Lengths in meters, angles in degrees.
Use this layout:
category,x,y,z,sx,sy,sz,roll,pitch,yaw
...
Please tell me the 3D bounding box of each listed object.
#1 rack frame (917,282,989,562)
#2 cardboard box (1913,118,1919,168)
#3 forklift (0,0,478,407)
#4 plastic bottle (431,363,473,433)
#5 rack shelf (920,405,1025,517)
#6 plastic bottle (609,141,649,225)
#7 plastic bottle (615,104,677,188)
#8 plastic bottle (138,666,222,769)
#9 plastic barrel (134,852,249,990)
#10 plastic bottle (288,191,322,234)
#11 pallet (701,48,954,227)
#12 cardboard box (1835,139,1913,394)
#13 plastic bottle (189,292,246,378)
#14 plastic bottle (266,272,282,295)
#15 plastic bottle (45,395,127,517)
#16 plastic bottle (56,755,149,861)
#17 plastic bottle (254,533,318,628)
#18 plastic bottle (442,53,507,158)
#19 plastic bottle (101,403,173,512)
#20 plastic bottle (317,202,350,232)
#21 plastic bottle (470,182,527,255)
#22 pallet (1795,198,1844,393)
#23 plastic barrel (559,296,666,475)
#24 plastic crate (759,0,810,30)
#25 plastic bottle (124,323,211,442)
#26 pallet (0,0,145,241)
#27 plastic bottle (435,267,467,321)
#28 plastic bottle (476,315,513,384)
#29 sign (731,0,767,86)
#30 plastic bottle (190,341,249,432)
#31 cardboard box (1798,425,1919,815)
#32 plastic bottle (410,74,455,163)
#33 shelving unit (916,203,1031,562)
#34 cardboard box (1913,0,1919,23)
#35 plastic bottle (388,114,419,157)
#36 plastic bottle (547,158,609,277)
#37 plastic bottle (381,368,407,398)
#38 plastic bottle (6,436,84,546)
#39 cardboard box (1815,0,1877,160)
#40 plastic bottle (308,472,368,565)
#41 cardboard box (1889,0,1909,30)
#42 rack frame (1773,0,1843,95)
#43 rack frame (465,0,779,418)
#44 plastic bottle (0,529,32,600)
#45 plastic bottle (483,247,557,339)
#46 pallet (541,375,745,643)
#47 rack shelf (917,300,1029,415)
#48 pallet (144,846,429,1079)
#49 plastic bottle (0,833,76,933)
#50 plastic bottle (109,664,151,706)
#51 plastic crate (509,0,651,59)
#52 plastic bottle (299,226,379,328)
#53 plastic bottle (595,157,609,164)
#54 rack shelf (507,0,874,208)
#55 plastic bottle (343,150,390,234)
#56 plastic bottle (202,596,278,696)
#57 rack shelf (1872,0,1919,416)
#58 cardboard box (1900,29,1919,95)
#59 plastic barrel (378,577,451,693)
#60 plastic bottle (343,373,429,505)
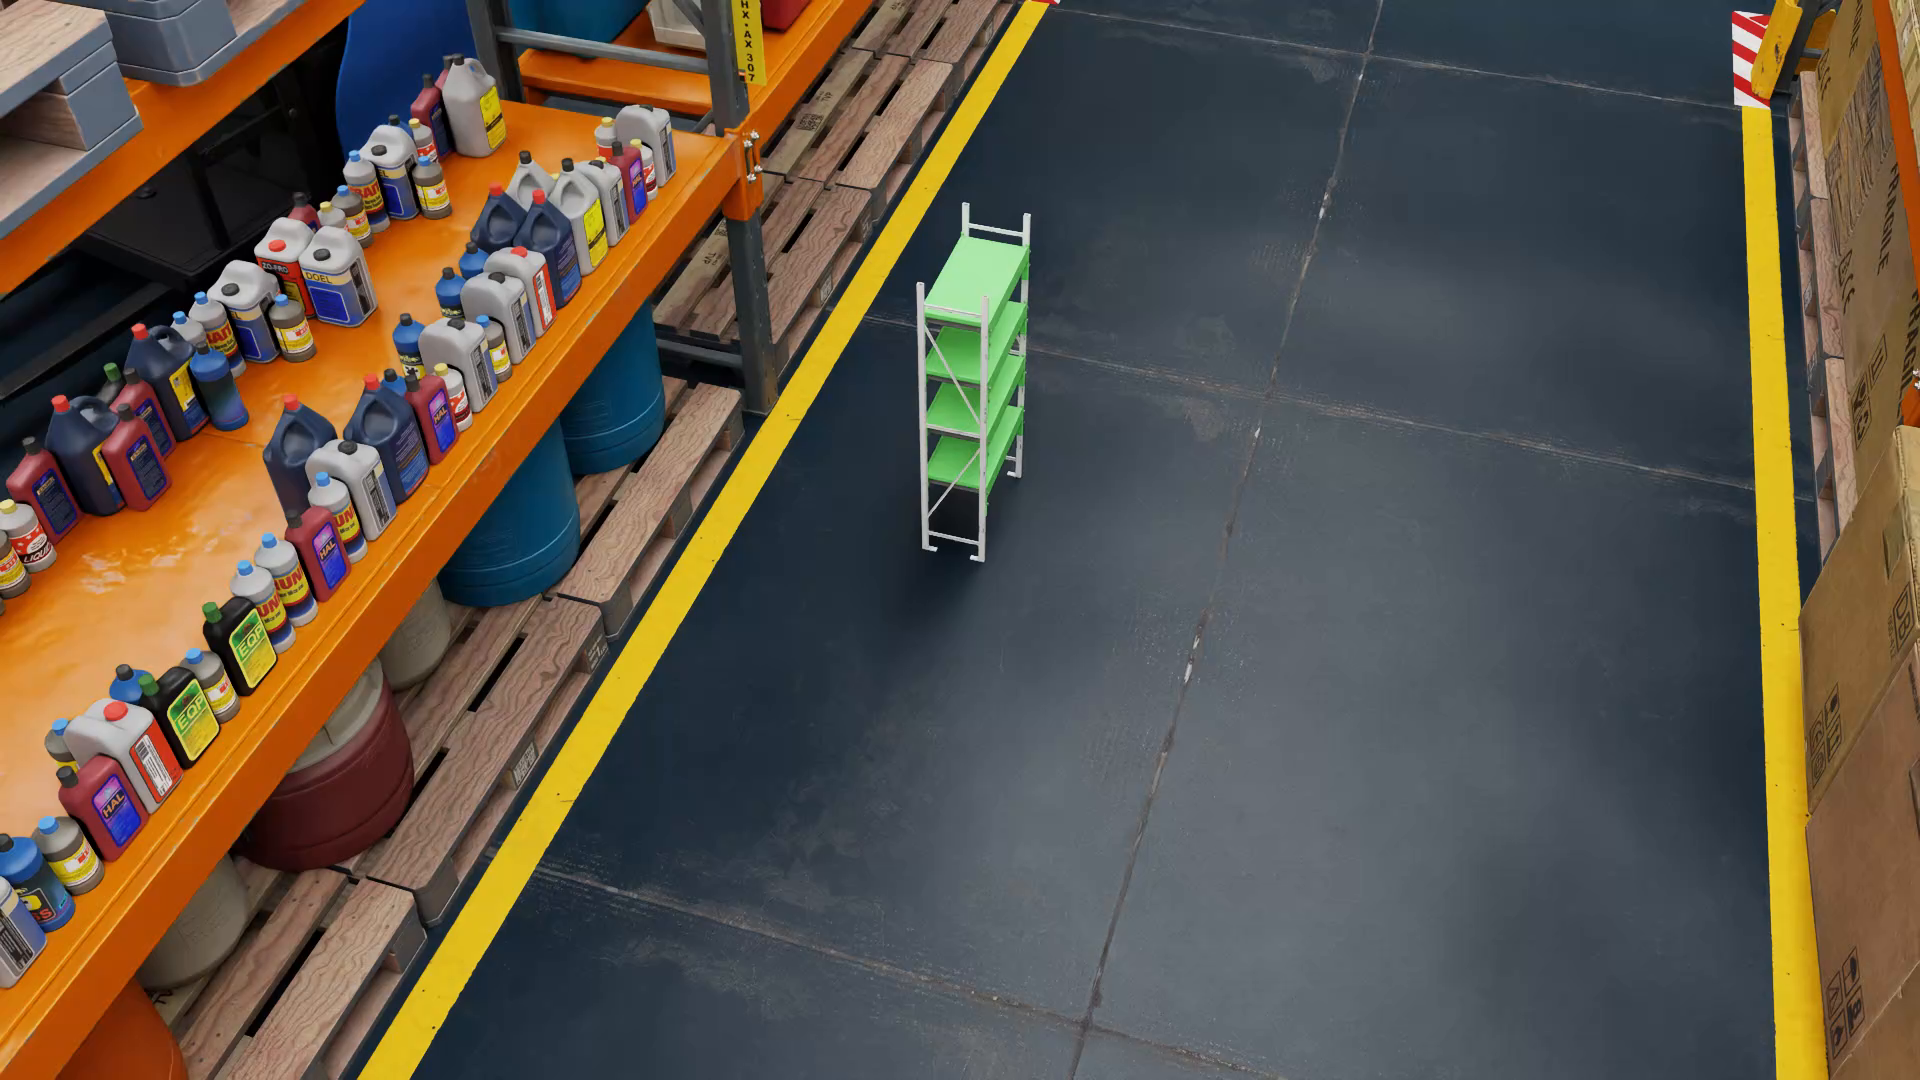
category,x,y,z,sx,sy,sz,roll,pitch,yaw
rack frame,-0.024,-0.377,5.777,0.240,1.200,0.015,13,46,13
cardboard box,3.495,-1.363,5.678,0.380,0.149,0.250,13,46,13
forklift,-3.399,-2.354,6.560,1.130,2.935,3.031,22,48,21
plastic bottle,-1.434,-0.406,4.662,0.097,0.201,0.097,0,44,0
rack shelf,0.050,-0.322,6.156,0.258,0.148,0.480,13,46,13
plastic bottle,-1.077,-1.178,5.393,0.061,0.283,0.133,13,46,13
plastic bottle,-1.051,-1.340,5.563,0.152,0.276,0.135,13,46,13
plastic bottle,-1.788,0.385,3.796,0.061,0.283,0.133,13,46,13
plastic barrel,-2.233,0.965,4.598,0.421,0.512,0.421,0,44,0
plastic bottle,-2.026,-0.927,5.136,0.061,0.283,0.133,13,46,13
pallet,-0.686,-2.033,8.176,1.003,0.211,1.213,13,46,13
cardboard box,4.030,-1.080,6.428,0.875,0.875,0.875,13,46,13
plastic bottle,-2.155,-0.598,4.808,0.097,0.271,0.097,0,44,0
plastic bottle,-2.084,-0.728,4.991,0.097,0.201,0.097,0,44,0
plastic bottle,-2.301,-0.250,4.396,0.144,0.351,0.185,13,46,13
plastic bottle,-1.869,0.563,3.613,0.061,0.283,0.133,13,46,13
plastic bottle,-1.671,0.090,4.106,0.097,0.271,0.097,0,44,0
plastic bottle,-1.667,-1.505,5.678,0.144,0.351,0.185,13,46,13
plastic bottle,-2.195,-0.222,4.415,0.061,0.283,0.133,13,46,13
plastic bottle,-1.974,-0.971,5.240,0.097,0.201,0.097,0,44,0
plastic bottle,-1.399,-0.923,5.084,0.144,0.351,0.185,13,46,13
pallet,4.153,-0.976,7.096,1.003,0.211,1.213,13,46,12
plastic barrel,-1.421,-0.756,6.078,0.600,0.901,0.708,13,46,13
plastic crate,-0.730,-2.301,6.369,0.402,0.464,0.583,13,46,13
plastic bottle,-2.205,-0.463,4.613,0.144,0.351,0.185,13,46,13
pallet,-2.126,-0.543,2.650,1.003,0.211,1.213,13,46,13
plastic bottle,-1.479,-0.683,4.895,0.097,0.271,0.097,0,44,0
plastic bottle,-1.364,-0.561,4.820,0.097,0.201,0.097,0,44,0
sign,-0.716,-1.696,5.641,0.100,0.325,0.005,13,46,13
plastic bottle,-2.076,-0.438,4.645,0.097,0.271,0.097,0,44,0
cardboard box,3.306,0.374,4.942,1.225,0.875,0.875,13,46,13
plastic bottle,-1.798,-1.430,5.651,0.061,0.283,0.133,13,46,13
shelving unit,0.050,-0.539,5.943,0.258,1.200,0.503,13,46,13
cardboard box,3.830,-2.091,6.137,0.500,0.250,0.500,12,46,12
plastic bottle,-1.845,-1.281,5.506,0.097,0.271,0.097,0,44,0
plastic bottle,-1.206,-1.016,5.178,0.144,0.351,0.185,13,46,13
plastic bottle,-1.533,-0.355,4.560,0.097,0.271,0.097,0,44,0
plastic bottle,-2.389,-0.129,4.321,0.061,0.283,0.133,13,46,13
cardboard box,4.575,-2.279,7.654,0.875,0.875,0.875,13,46,13
plastic bottle,-1.601,-0.064,4.263,0.097,0.271,0.097,0,44,0
cardboard box,3.806,-2.050,6.380,0.380,0.149,0.250,11,46,11
rack frame,4.692,-3.332,7.511,1.000,3.000,0.127,13,46,13
rack frame,-1.240,-1.715,5.858,1.000,3.000,0.127,13,46,13
plastic bottle,-2.436,0.046,4.200,0.097,0.201,0.097,0,44,0
plastic bottle,-1.314,-0.760,4.971,0.152,0.276,0.135,13,46,13
pallet,-1.513,-0.213,6.317,1.003,0.211,1.213,13,46,13
rack shelf,0.050,-0.665,5.820,0.258,0.148,0.480,13,46,13
pallet,-2.252,1.413,4.655,1.003,0.211,1.213,13,46,13
plastic bottle,-1.951,0.706,3.476,0.097,0.271,0.097,0,44,0
plastic bottle,-1.868,0.384,3.805,0.097,0.271,0.097,0,44,0
plastic crate,-1.423,-2.114,6.234,0.392,0.384,0.575,13,46,13
plastic bottle,-1.878,-0.794,5.005,0.152,0.276,0.135,13,46,13
plastic bottle,-1.158,-1.154,5.426,0.097,0.201,0.097,0,44,0
rack shelf,-0.634,-2.791,7.472,1.077,0.370,4.000,13,46,13
plastic bottle,-1.915,-1.126,5.348,0.097,0.271,0.097,0,44,0
plastic bottle,-1.718,0.231,3.953,0.061,0.283,0.133,13,46,13
rack shelf,4.087,-1.742,6.400,1.077,0.370,4.000,13,46,13
cardboard box,3.650,-1.706,6.028,0.380,0.149,0.250,12,46,12
plastic barrel,-1.891,0.212,5.367,0.421,0.512,0.421,0,44,0
plastic bottle,-1.540,-0.281,4.428,0.144,0.351,0.185,13,46,13
